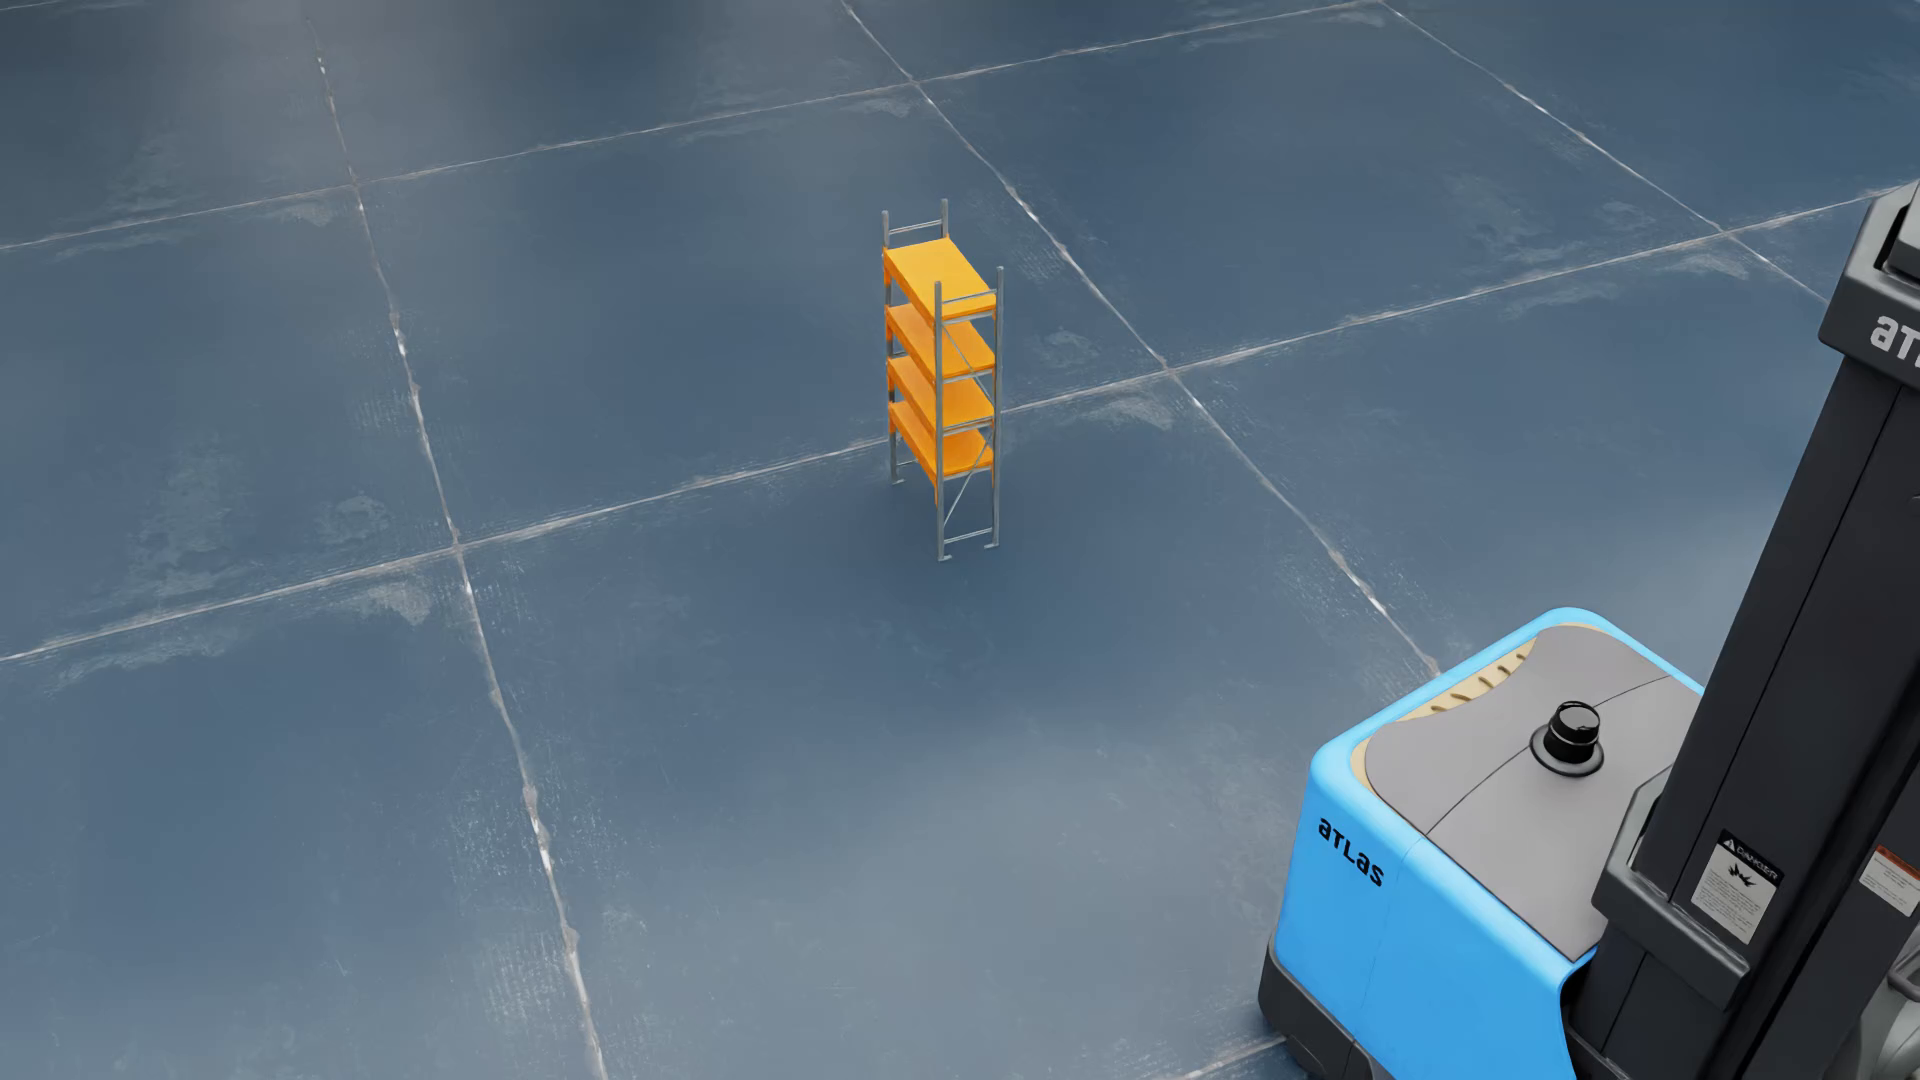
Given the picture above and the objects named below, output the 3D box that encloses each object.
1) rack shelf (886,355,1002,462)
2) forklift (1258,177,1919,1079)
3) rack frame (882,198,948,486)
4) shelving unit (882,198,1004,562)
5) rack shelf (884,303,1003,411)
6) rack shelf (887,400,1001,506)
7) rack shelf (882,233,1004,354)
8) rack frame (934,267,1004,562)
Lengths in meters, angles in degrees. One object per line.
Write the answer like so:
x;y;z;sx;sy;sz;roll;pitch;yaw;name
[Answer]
-0.063;-0.504;6.019;0.258;0.148;0.480;-15;43;-17;rack shelf
2.091;0.824;3.044;1.130;2.935;3.031;-25;46;-26;forklift
-0.157;-0.702;6.146;0.240;1.200;0.015;-15;43;-17;rack frame
-0.063;-0.555;5.975;0.258;1.200;0.503;-15;43;-17;shelving unit
-0.063;-0.673;5.873;0.258;0.148;0.480;-15;43;-17;rack shelf
-0.063;-0.353;6.148;0.258;0.148;0.480;-15;43;-17;rack shelf
-0.063;-0.853;5.719;0.258;0.148;0.480;-15;43;-17;rack shelf
0.030;-0.408;5.804;0.240;1.200;0.015;-15;43;-17;rack frame
